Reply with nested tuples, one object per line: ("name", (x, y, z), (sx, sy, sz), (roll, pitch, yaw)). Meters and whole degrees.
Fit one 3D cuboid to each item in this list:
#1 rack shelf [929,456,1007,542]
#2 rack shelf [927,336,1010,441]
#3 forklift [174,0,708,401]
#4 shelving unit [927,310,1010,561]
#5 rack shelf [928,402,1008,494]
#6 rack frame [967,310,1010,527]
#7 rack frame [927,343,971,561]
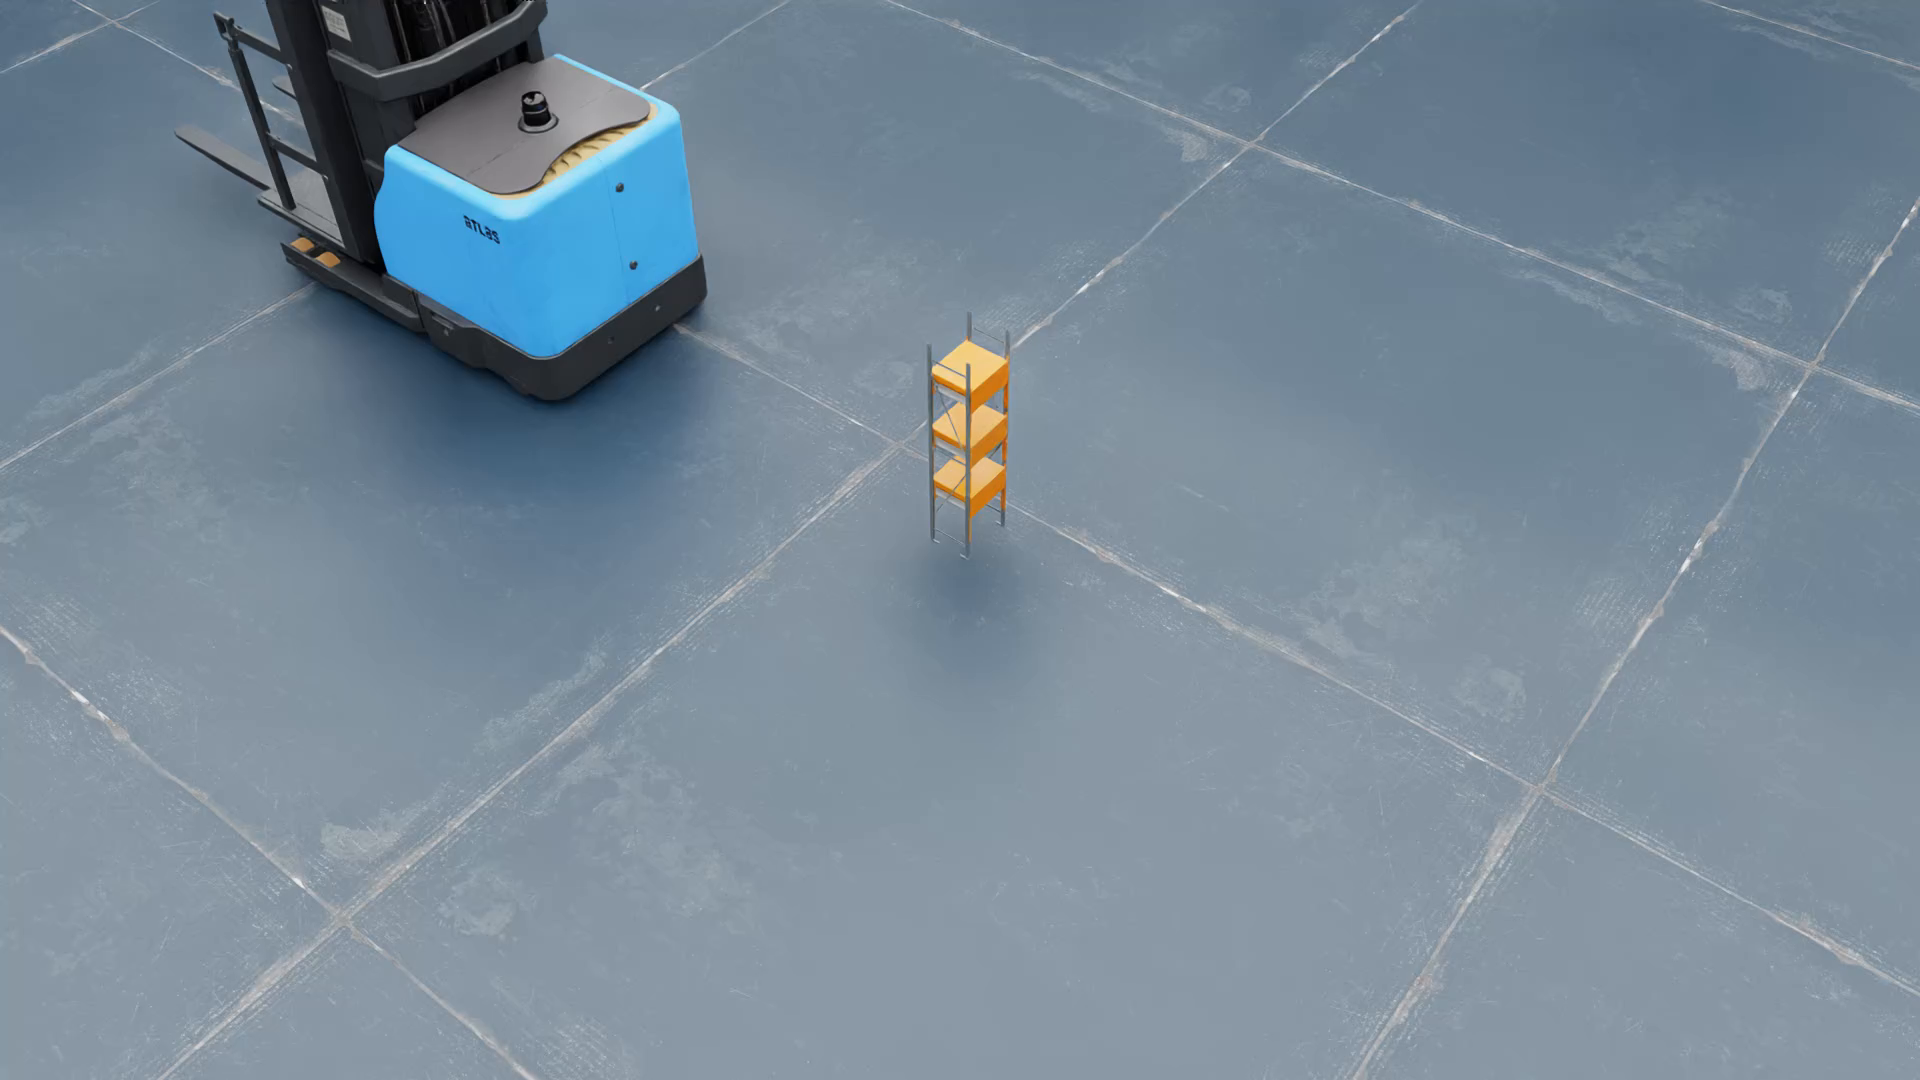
("rack shelf", (0.033, -0.194, 6.773), (0.215, 0.259, 0.240), (29, 53, 25))
("rack shelf", (0.033, -0.582, 6.367), (0.215, 0.259, 0.240), (29, 53, 25))
("forklift", (-2.685, -2.518, 7.293), (3.031, 2.935, 1.130), (29, 53, 25))
("shelving unit", (0.033, -0.393, 6.564), (0.215, 1.050, 0.252), (29, 53, 25))
("rack shelf", (0.033, -0.386, 6.572), (0.215, 0.259, 0.240), (29, 53, 25))
("rack frame", (0.107, -0.463, 6.631), (0.200, 1.050, 0.008), (29, 53, 25))
("rack frame", (-0.042, -0.323, 6.498), (0.200, 1.050, 0.008), (29, 53, 25))
